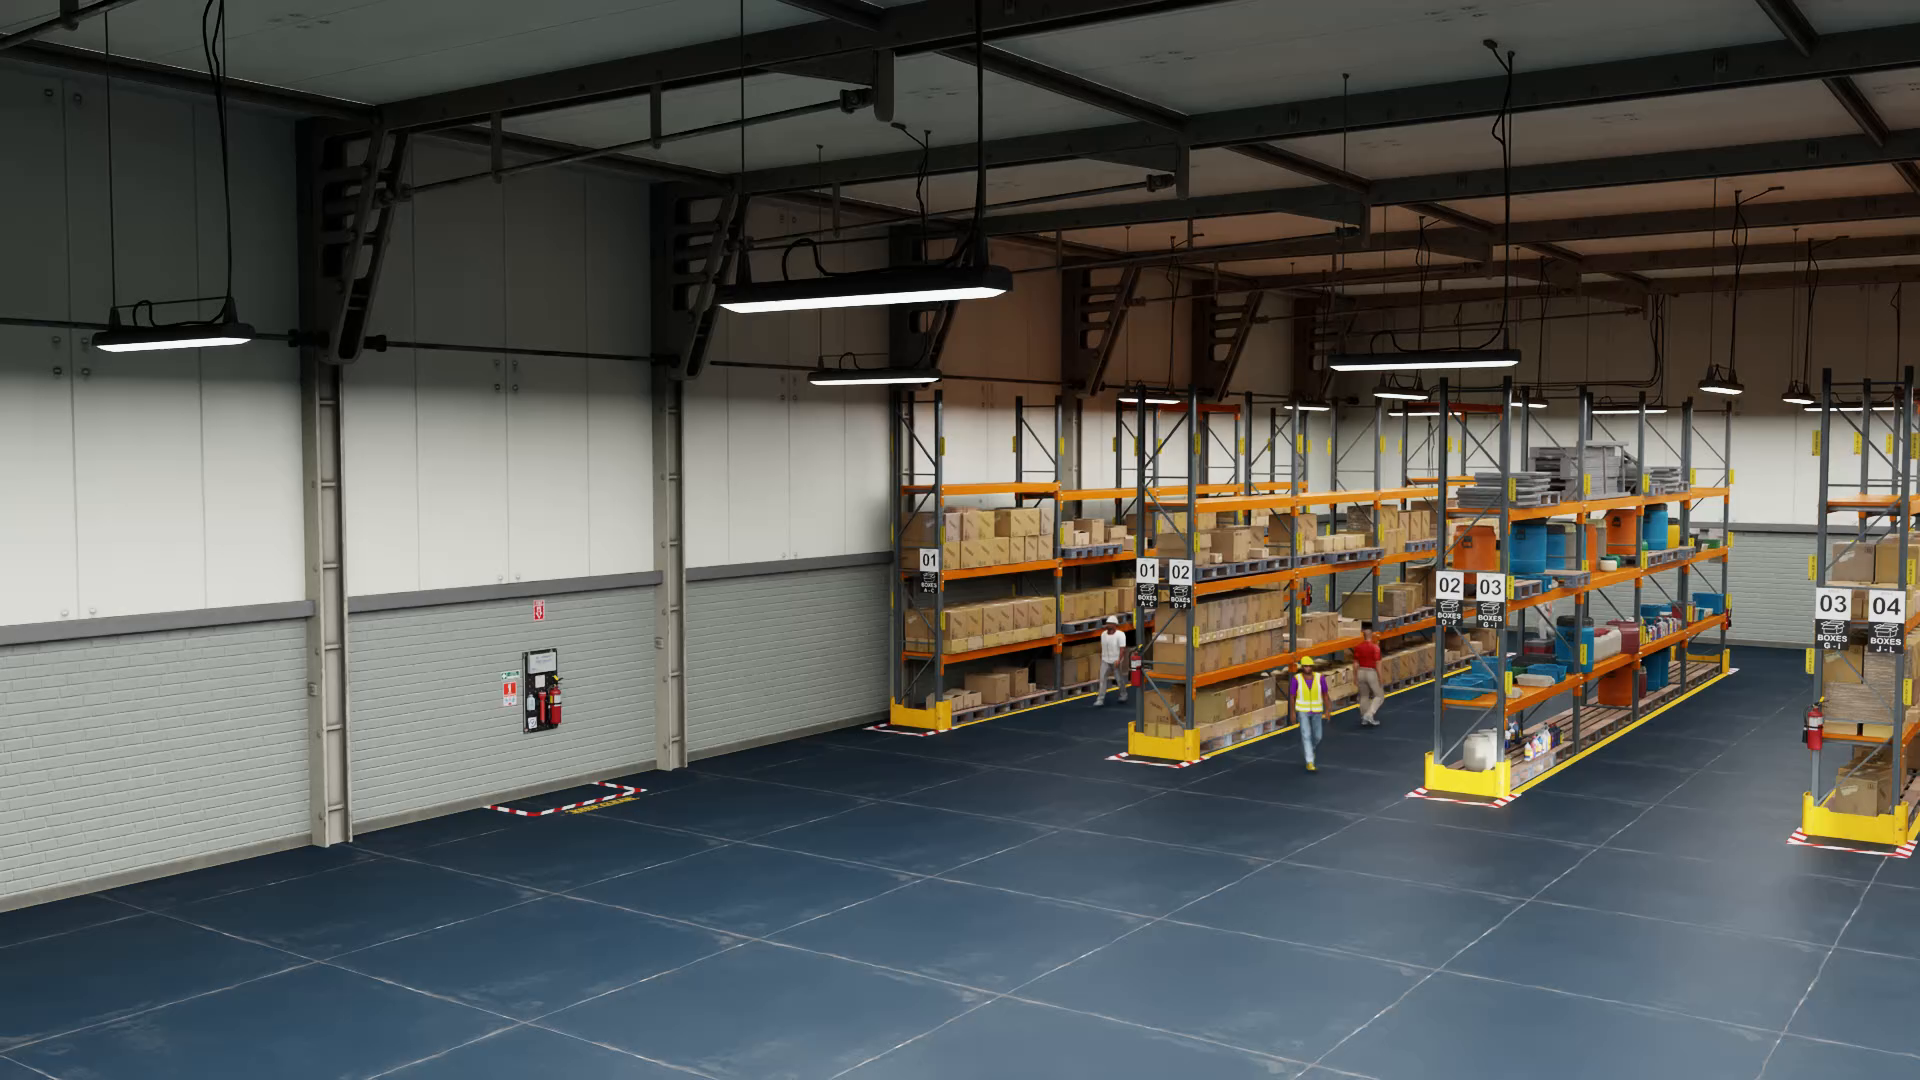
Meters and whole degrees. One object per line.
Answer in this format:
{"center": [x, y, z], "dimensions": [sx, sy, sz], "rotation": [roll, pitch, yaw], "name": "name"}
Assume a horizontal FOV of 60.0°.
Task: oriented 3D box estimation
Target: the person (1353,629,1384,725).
{"center": [7.307, 2.468, 29.811], "dimensions": [0.582, 1.723, 0.547], "rotation": [3, 4, 41], "name": "person"}

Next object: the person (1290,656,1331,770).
{"center": [5.458, 2.667, 25.947], "dimensions": [0.608, 1.751, 0.862], "rotation": [0, 3, 1], "name": "person"}

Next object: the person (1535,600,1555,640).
{"center": [14.643, 1.770, 41.542], "dimensions": [0.702, 1.749, 0.542], "rotation": [0, 3, -6], "name": "person"}

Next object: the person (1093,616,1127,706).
{"center": [2.915, 2.328, 32.073], "dimensions": [0.594, 1.709, 1.081], "rotation": [2, 4, 33], "name": "person"}
